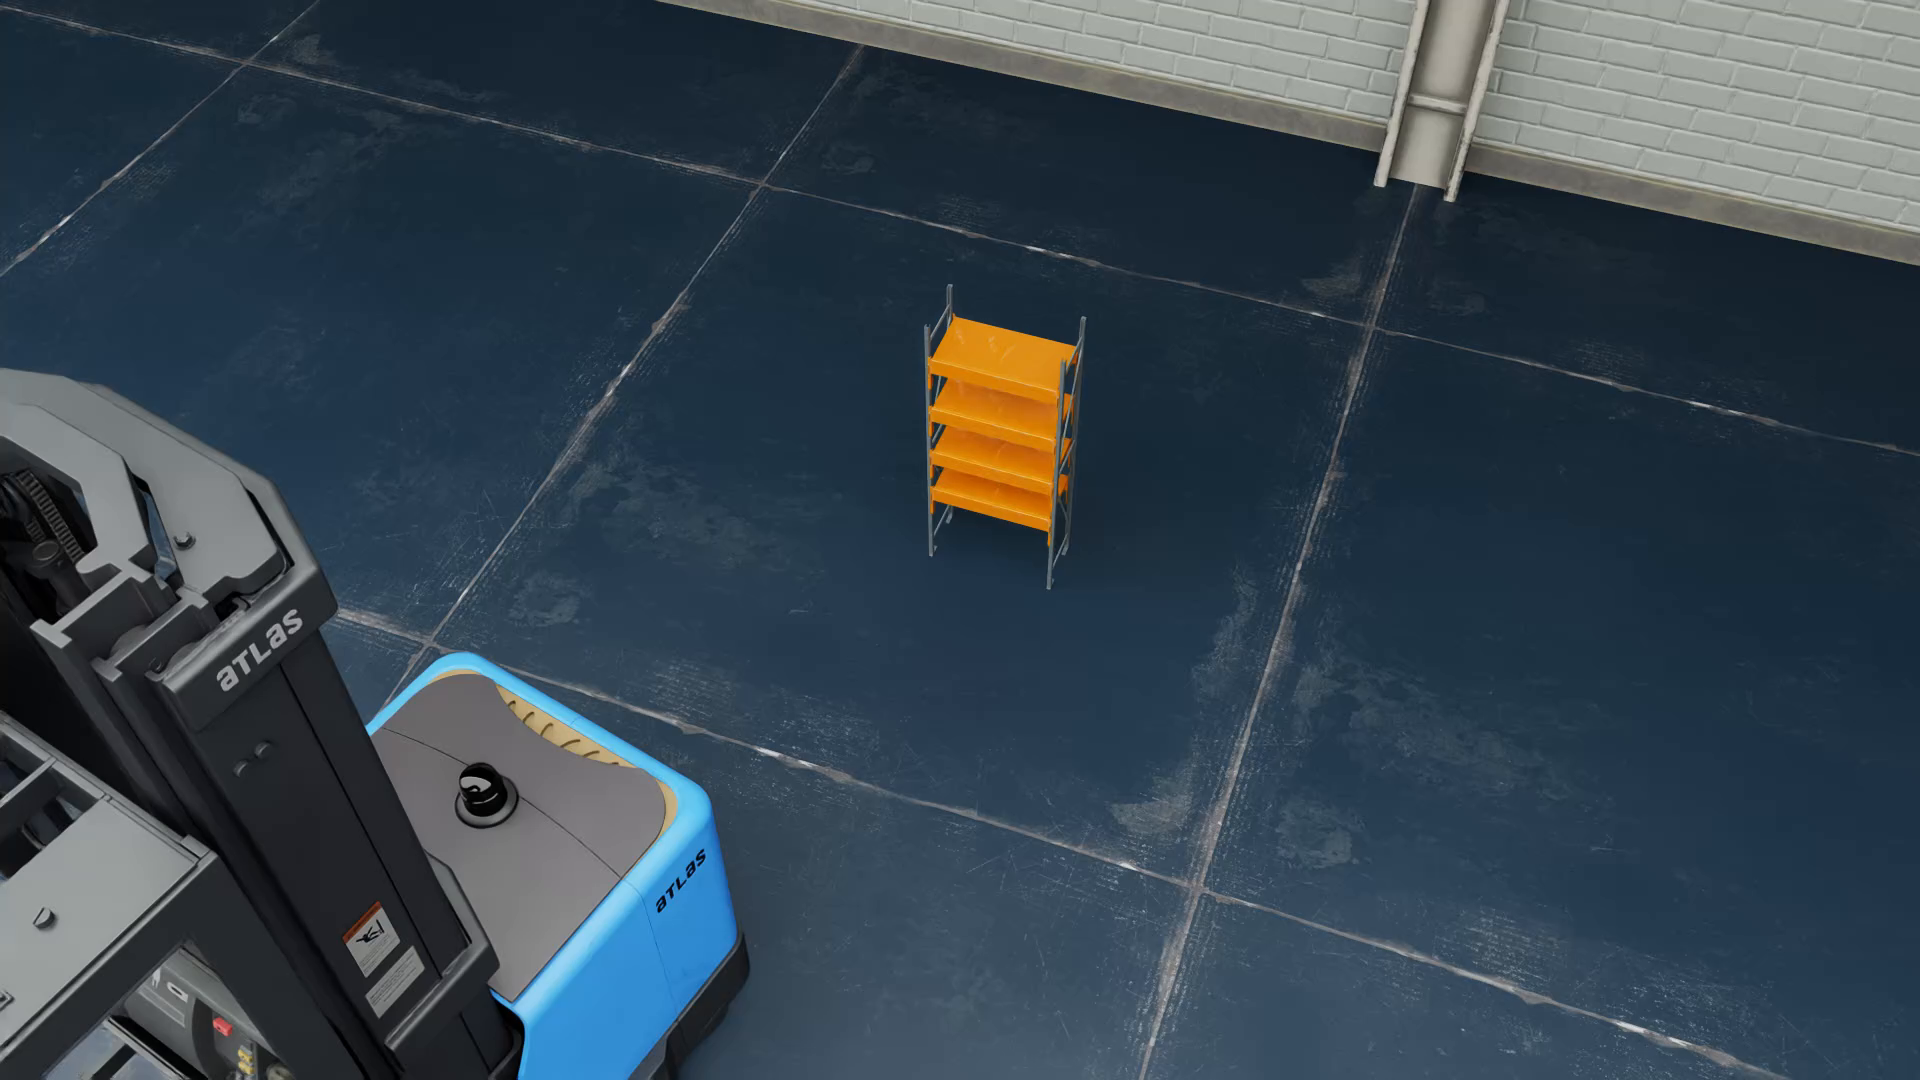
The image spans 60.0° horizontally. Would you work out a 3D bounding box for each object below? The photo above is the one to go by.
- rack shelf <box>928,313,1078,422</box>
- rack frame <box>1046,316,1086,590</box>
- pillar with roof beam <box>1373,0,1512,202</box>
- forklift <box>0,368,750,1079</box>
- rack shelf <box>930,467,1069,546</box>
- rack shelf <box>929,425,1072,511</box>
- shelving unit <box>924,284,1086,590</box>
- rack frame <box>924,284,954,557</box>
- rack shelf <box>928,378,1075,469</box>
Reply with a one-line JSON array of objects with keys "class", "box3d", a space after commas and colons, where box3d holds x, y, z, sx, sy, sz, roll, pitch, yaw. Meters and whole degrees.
[{"class": "rack shelf", "box3d": [0.155, -0.607, 5.829, 0.480, 0.148, 0.258, 16, 51, 13]}, {"class": "rack frame", "box3d": [0.384, -0.286, 6.070, 0.015, 1.200, 0.240, 16, 51, 13]}, {"class": "pillar with roof beam", "box3d": [0.765, -1.687, 2.124, 0.400, 9.000, 9.100, 16, 51, 13]}, {"class": "forklift", "box3d": [-1.895, 1.186, 3.649, 1.130, 2.935, 3.031, 26, 54, 21]}, {"class": "rack shelf", "box3d": [0.155, -0.176, 6.326, 0.480, 0.148, 0.258, 16, 51, 13]}, {"class": "rack shelf", "box3d": [0.155, -0.306, 6.176, 0.480, 0.148, 0.258, 16, 51, 13]}, {"class": "shelving unit", "box3d": [0.155, -0.350, 6.126, 0.503, 1.200, 0.258, 16, 51, 13]}, {"class": "rack frame", "box3d": [-0.074, -0.414, 6.181, 0.015, 1.200, 0.240, 16, 51, 13]}, {"class": "rack shelf", "box3d": [0.155, -0.452, 6.007, 0.480, 0.148, 0.258, 16, 51, 13]}]
